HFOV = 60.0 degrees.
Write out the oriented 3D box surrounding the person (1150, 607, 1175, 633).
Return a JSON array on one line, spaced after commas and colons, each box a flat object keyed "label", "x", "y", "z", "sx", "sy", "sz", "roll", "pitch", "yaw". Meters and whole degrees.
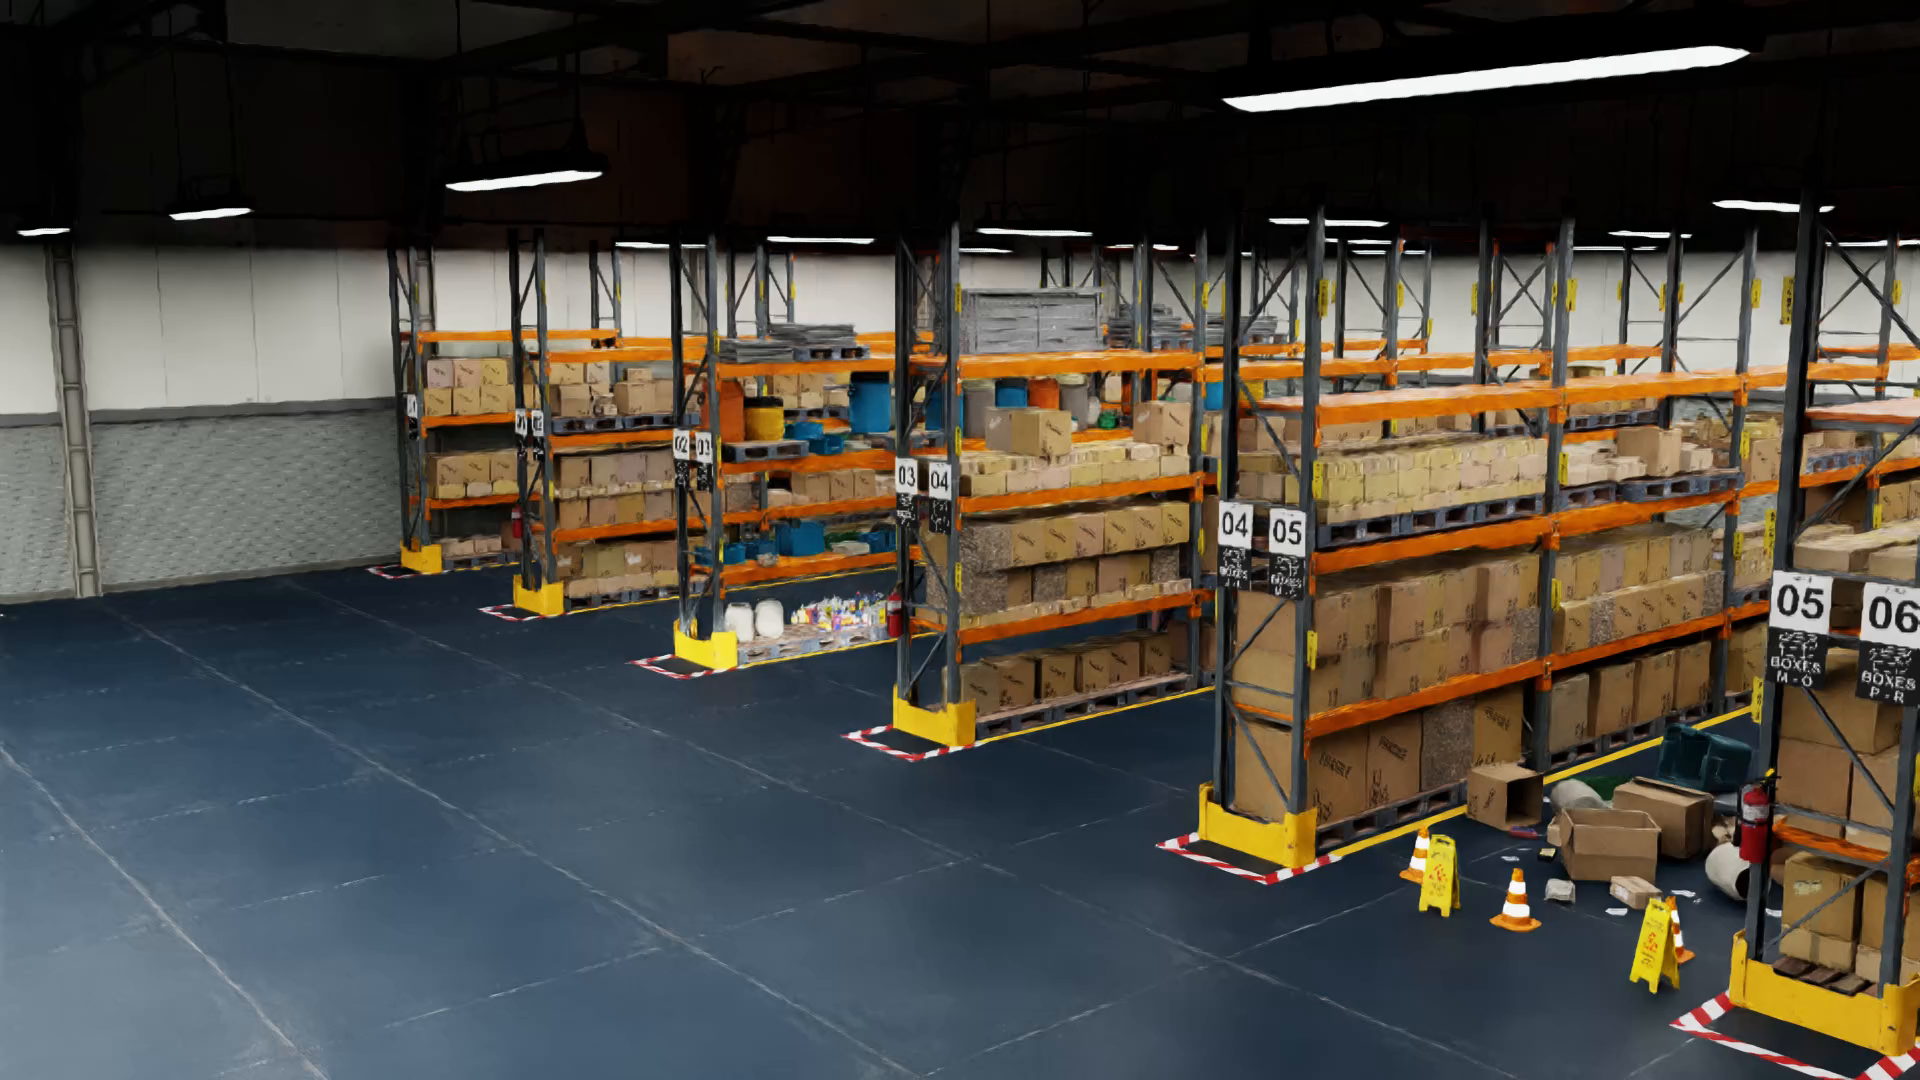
[{"label": "person", "x": 3.035, "y": 0.588, "z": 24.372, "sx": 0.451, "sy": 1.679, "sz": 0.541, "roll": 3, "pitch": 9, "yaw": 20}]
